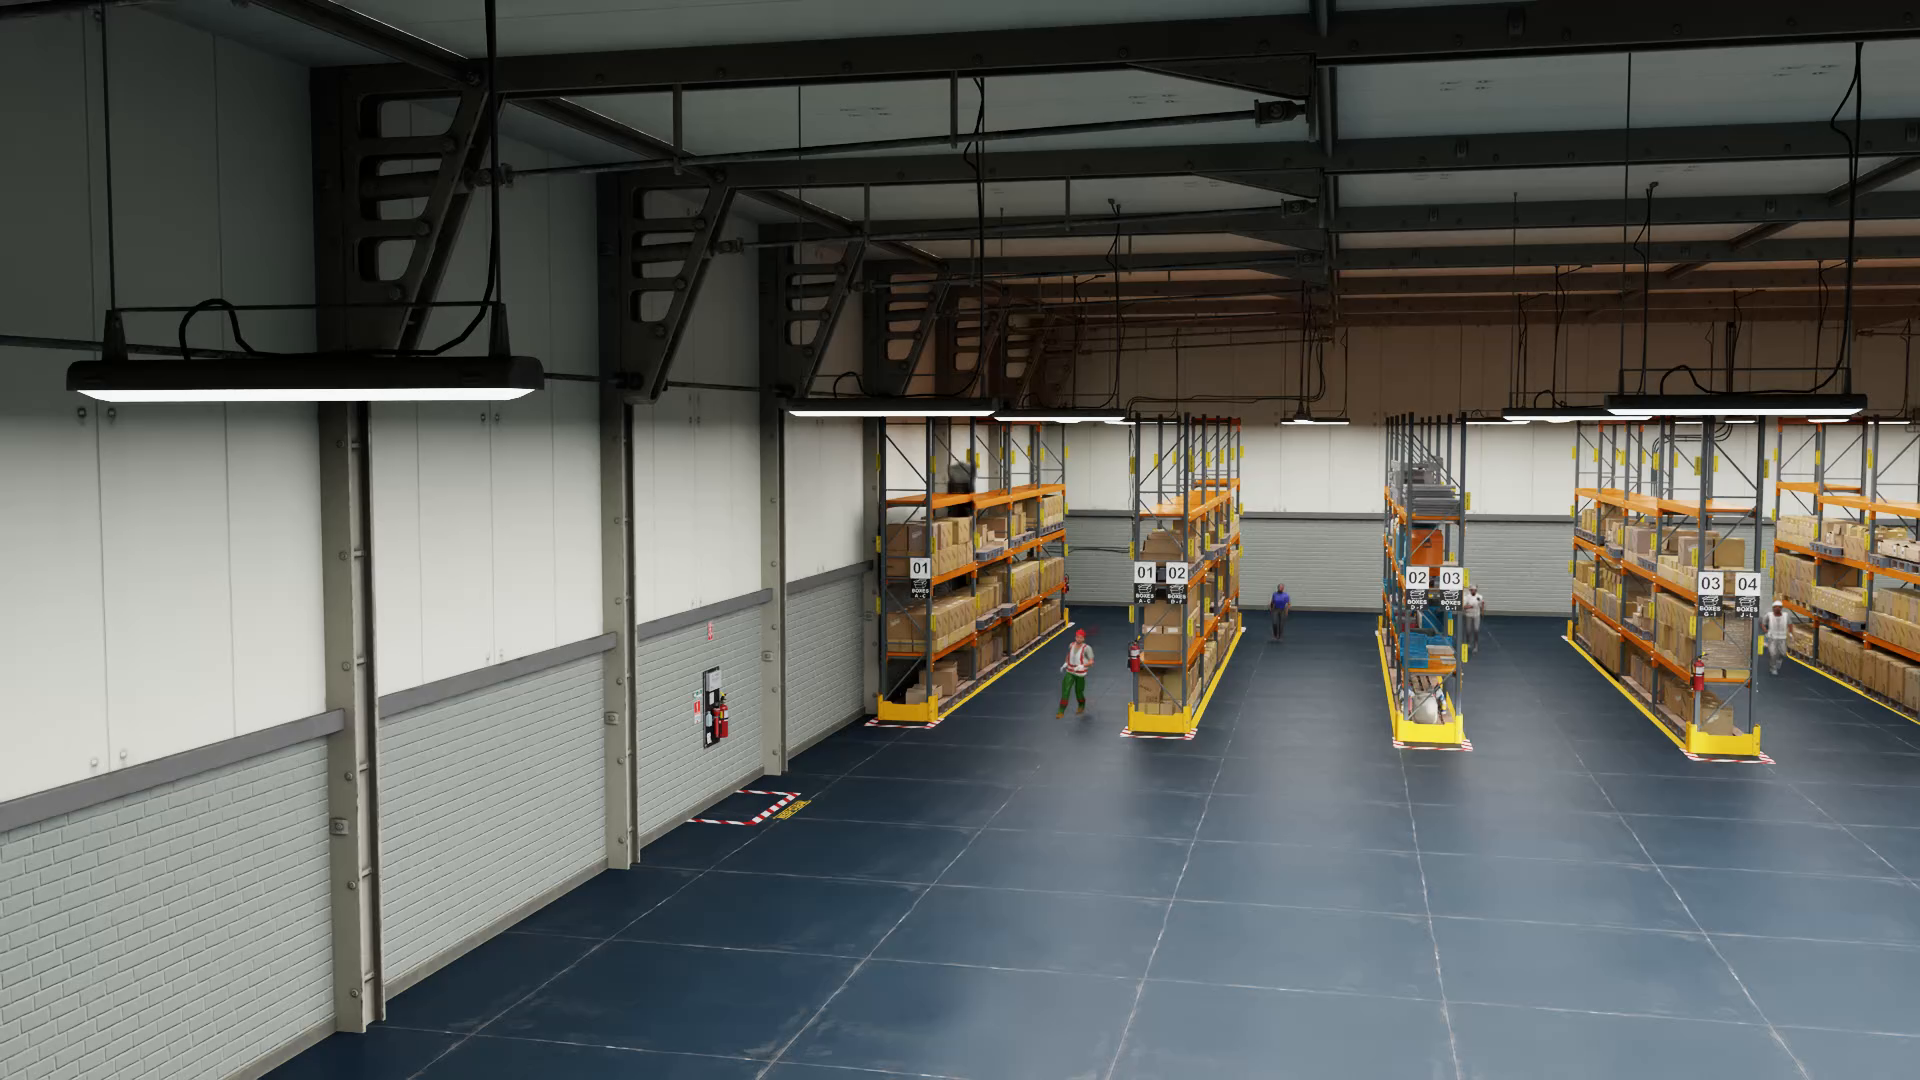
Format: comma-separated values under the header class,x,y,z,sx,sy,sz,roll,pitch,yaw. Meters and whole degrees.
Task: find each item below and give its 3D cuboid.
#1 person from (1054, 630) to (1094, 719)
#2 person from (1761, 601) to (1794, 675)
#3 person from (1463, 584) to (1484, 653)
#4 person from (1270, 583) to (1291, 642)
class,x,y,z,sx,sy,sz,roll,pitch,yaw
person,2.277,2.599,32.469,0.713,1.724,1.063,2,4,26
person,18.885,2.263,38.427,0.673,1.724,0.628,1,4,14
person,13.145,1.988,42.625,0.561,1.739,0.861,1,4,13
person,8.477,1.932,44.045,0.558,1.608,0.765,1,4,14
